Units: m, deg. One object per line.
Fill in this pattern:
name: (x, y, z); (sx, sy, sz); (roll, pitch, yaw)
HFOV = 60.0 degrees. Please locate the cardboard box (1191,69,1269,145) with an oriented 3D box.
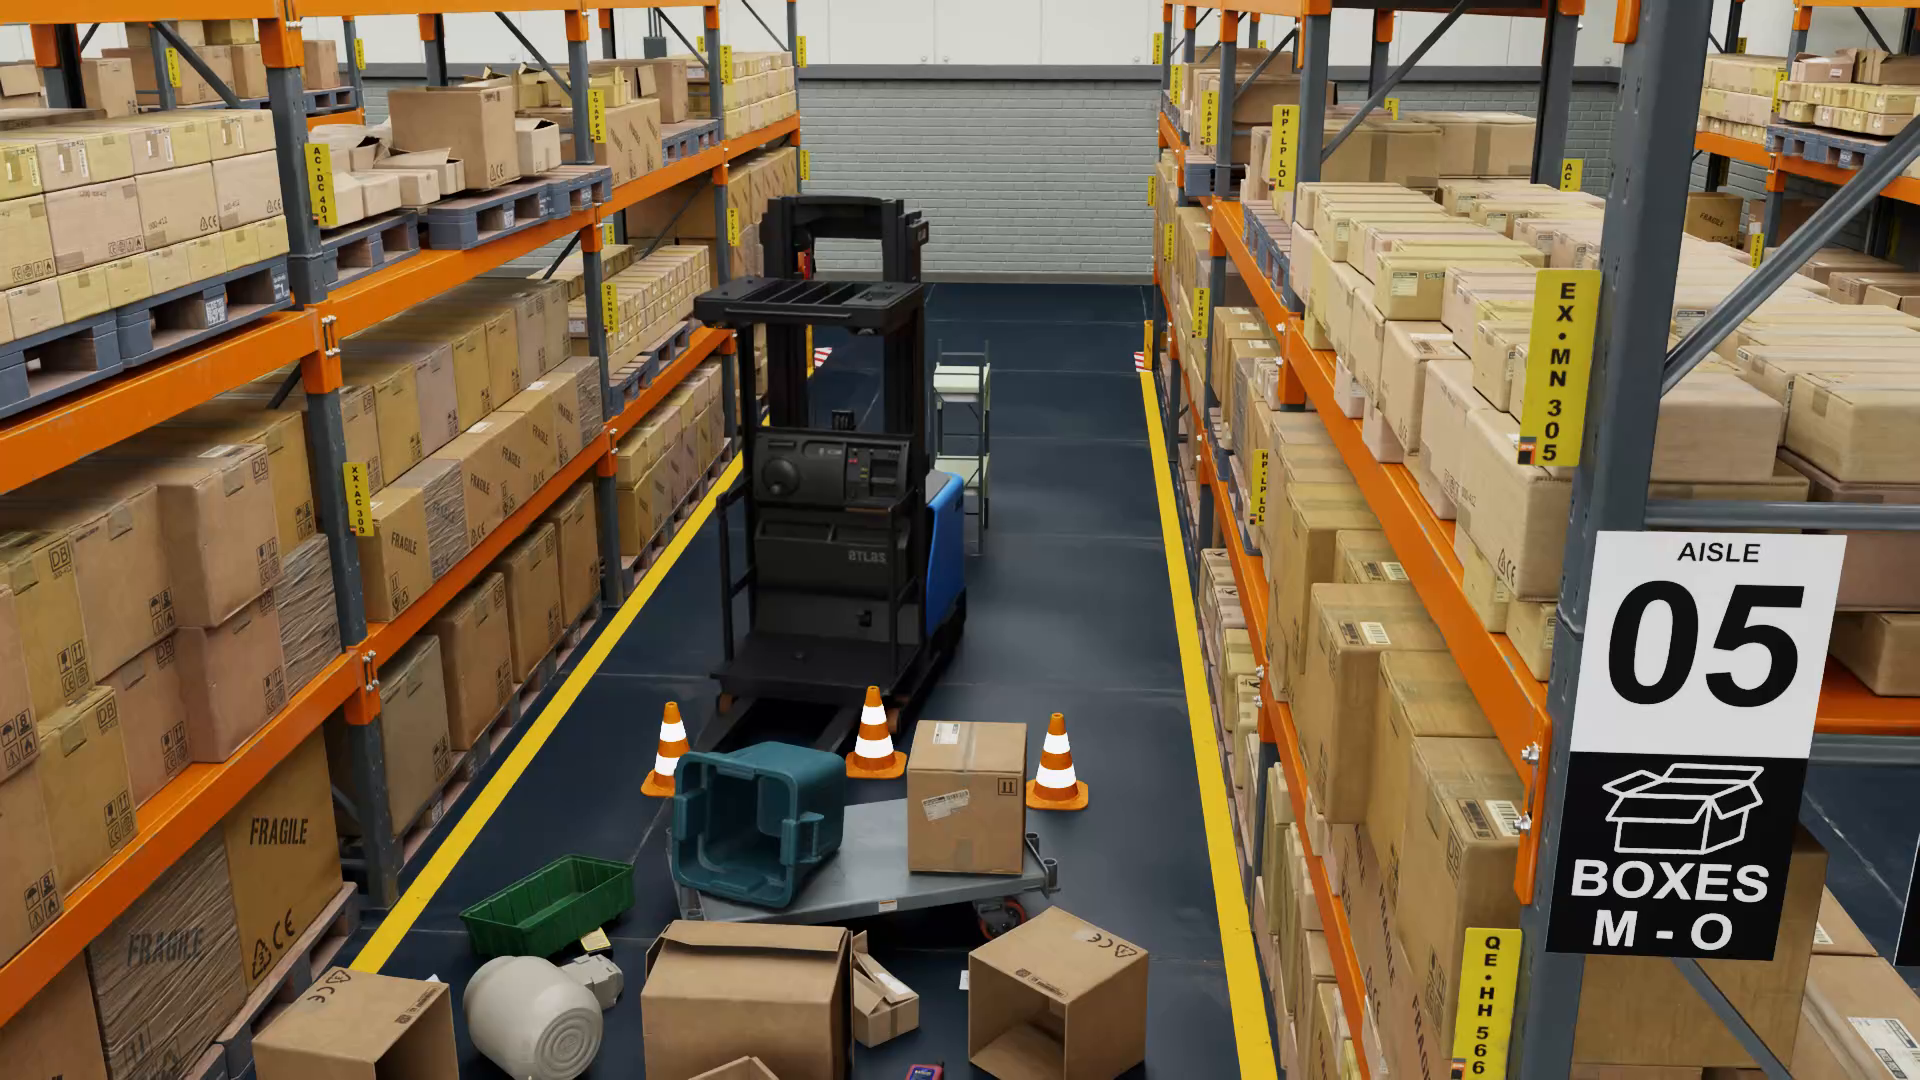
cardboard box: (1.940, -3.125, 11.991); (0.500, 0.500, 0.500); (1, 18, 4)

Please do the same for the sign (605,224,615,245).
sign: (-3.096, -2.641, 14.776); (0.100, 0.325, 0.005); (1, 18, 4)

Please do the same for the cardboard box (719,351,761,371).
cardboard box: (-2.180, -1.773, 16.464); (0.380, 0.149, 0.250); (2, 18, 5)

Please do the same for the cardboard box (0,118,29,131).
cardboard box: (-3.529, -1.404, 5.862); (0.380, 0.149, 0.250); (1, 18, 3)

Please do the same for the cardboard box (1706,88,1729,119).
cardboard box: (7.201, -4.003, 15.268); (0.500, 0.250, 0.500); (2, 18, 5)

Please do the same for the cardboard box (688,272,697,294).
cardboard box: (-2.424, -2.155, 13.934); (0.380, 0.149, 0.250); (2, 18, 6)

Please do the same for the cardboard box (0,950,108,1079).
cardboard box: (-3.371, 1.831, 5.254); (0.875, 0.875, 0.875); (1, 18, 3)

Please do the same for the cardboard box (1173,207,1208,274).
cardboard box: (2.072, -2.534, 14.071); (0.500, 0.500, 0.500); (1, 18, 5)

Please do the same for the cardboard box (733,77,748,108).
cardboard box: (-2.240, -4.111, 15.272); (0.500, 0.250, 0.500); (1, 18, 4)

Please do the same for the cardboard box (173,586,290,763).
cardboard box: (-3.159, 0.479, 6.402); (0.875, 0.550, 0.550); (1, 18, 4)

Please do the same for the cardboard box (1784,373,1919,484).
cardboard box: (1.759, -0.205, 3.037); (0.380, 0.149, 0.250); (1, 18, 4)

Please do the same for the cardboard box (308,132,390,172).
cardboard box: (-3.222, -1.915, 8.441); (0.500, 0.311, 0.500); (1, 18, 2)

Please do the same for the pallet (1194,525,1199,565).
pallet: (2.235, 0.183, 12.025); (1.003, 0.211, 1.213); (1, 18, 4)

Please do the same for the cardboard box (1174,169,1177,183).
cardboard box: (2.249, -3.470, 15.889); (0.380, 0.149, 0.250); (1, 18, 3)

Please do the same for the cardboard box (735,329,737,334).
cardboard box: (-2.544, -2.347, 18.216); (0.380, 0.149, 0.250); (2, 18, 5)

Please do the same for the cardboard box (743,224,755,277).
cardboard box: (-2.239, -2.711, 15.741); (0.500, 0.500, 0.500); (1, 18, 4)

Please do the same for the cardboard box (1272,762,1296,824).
cardboard box: (1.436, 1.001, 6.547); (0.380, 0.149, 0.250); (2, 18, 5)

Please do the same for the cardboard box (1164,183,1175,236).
cardboard box: (2.220, -3.132, 15.898); (0.500, 0.500, 0.500); (2, 18, 5)

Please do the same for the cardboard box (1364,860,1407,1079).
cardboard box: (1.334, 1.067, 4.212); (0.500, 0.500, 0.500); (1, 18, 4)

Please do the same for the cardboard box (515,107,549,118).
cardboard box: (-3.054, -2.634, 11.166); (0.500, 0.500, 0.500); (1, 18, 4)

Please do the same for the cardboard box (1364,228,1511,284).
cardboard box: (1.430, -0.845, 4.991); (0.380, 0.149, 0.250); (1, 18, 3)

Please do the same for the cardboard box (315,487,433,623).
cardboard box: (-2.822, 0.060, 7.763); (0.500, 0.500, 0.500); (1, 18, 5)

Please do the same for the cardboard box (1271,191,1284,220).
cardboard box: (1.793, -1.710, 8.074); (0.500, 0.250, 0.500); (2, 18, 5)

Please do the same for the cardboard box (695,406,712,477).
cardboard box: (-2.393, -0.837, 14.000); (0.500, 0.500, 0.500); (1, 18, 3)

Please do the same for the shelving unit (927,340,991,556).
shelving unit: (0.000, -0.711, 12.683); (0.431, 1.500, 0.755); (1, 18, 4)

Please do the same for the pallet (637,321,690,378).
pallet: (-2.740, -1.502, 12.999); (1.003, 0.211, 1.213); (1, 18, 4)

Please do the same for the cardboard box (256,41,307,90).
cardboard box: (-7.352, -4.990, 17.521); (0.700, 0.500, 0.500); (1, 18, 2)

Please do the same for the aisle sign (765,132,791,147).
aisle sign: (-1.963, -4.714, 18.317); (0.394, 0.787, 0.004); (1, 18, 4)

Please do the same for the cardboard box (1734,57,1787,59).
cardboard box: (7.810, -4.541, 16.106); (0.500, 0.250, 0.500); (1, 18, 4)

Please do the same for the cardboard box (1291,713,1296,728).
cardboard box: (1.508, 0.633, 6.577); (0.380, 0.149, 0.250); (2, 18, 6)

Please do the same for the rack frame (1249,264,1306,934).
rack frame: (1.817, 0.344, 7.057); (1.000, 3.000, 0.127); (1, 18, 4)

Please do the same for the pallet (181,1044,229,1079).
pallet: (-3.345, 2.204, 5.858); (1.003, 0.211, 1.213); (1, 18, 4)

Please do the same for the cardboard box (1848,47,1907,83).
cardboard box: (7.388, -3.826, 13.391); (0.396, 0.266, 0.258); (1, 18, 3)

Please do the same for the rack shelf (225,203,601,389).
rack shelf: (-2.985, -1.440, 8.839); (1.077, 0.370, 4.000); (1, 18, 4)

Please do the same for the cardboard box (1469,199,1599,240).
cardboard box: (1.962, -1.077, 5.698); (0.380, 0.149, 0.250); (2, 18, 5)

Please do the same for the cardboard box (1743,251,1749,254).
cardboard box: (7.714, -2.565, 15.698); (0.500, 0.250, 0.500); (2, 18, 5)

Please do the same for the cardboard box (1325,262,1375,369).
cardboard box: (1.435, -0.706, 5.206); (0.500, 0.250, 0.500); (1, 18, 4)

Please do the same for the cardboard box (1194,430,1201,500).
cardboard box: (2.368, -0.856, 13.456); (0.875, 0.875, 0.875); (2, 18, 6)

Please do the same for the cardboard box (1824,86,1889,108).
cardboard box: (6.882, -3.400, 12.756); (0.380, 0.149, 0.250); (1, 18, 3)

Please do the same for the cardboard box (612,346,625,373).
cardboard box: (-2.588, -1.276, 11.729); (0.380, 0.149, 0.250); (2, 18, 7)

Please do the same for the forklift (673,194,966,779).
forklift: (-0.797, -0.403, 9.444); (1.130, 2.935, 3.031); (4, 19, 13)

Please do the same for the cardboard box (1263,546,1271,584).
cardboard box: (1.578, 0.097, 7.538); (0.380, 0.149, 0.250); (2, 18, 5)

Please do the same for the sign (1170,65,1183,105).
sign: (1.836, -3.862, 14.117); (0.100, 0.325, 0.005); (1, 18, 4)

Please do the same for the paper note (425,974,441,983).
paper note: (-2.273, 1.904, 7.062); (0.147, 0.020, 0.142); (-13, 22, -34)

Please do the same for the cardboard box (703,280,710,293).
cardboard box: (-2.385, -2.173, 14.465); (0.380, 0.149, 0.250); (1, 18, 3)

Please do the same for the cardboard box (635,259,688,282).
cardboard box: (-2.446, -2.209, 13.621); (0.380, 0.149, 0.250); (1, 18, 4)

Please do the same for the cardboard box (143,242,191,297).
cardboard box: (-2.888, -0.930, 5.697); (0.380, 0.149, 0.250); (1, 18, 4)

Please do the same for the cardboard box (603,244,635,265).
cardboard box: (-3.041, -2.471, 14.421); (0.380, 0.149, 0.250); (2, 18, 7)

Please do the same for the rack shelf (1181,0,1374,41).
rack shelf: (2.247, -3.839, 11.985); (1.077, 0.370, 4.000); (1, 18, 4)

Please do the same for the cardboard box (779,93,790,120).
cardboard box: (-2.066, -4.511, 17.296); (0.500, 0.250, 0.500); (1, 18, 4)

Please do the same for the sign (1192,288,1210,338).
sign: (1.549, -1.460, 10.703); (0.100, 0.325, 0.005); (1, 18, 4)

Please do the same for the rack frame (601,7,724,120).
rack frame: (-2.554, -5.071, 13.947); (1.000, 3.000, 0.127); (1, 18, 4)

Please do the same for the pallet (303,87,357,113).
pallet: (-7.250, -4.757, 17.949); (1.003, 0.211, 1.213); (1, 18, 4)

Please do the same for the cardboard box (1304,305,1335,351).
cardboard box: (1.473, -0.791, 6.106); (0.380, 0.149, 0.250); (1, 18, 4)

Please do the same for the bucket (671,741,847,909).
bucket: (-0.838, 1.191, 7.286); (0.726, 0.611, 0.620); (8, 10, 23)

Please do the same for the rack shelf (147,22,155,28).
rack shelf: (-7.638, -4.060, 12.660); (1.077, 0.370, 4.000); (1, 18, 4)

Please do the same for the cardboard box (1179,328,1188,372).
cardboard box: (1.962, -1.464, 12.816); (0.500, 0.250, 0.500); (1, 18, 3)
